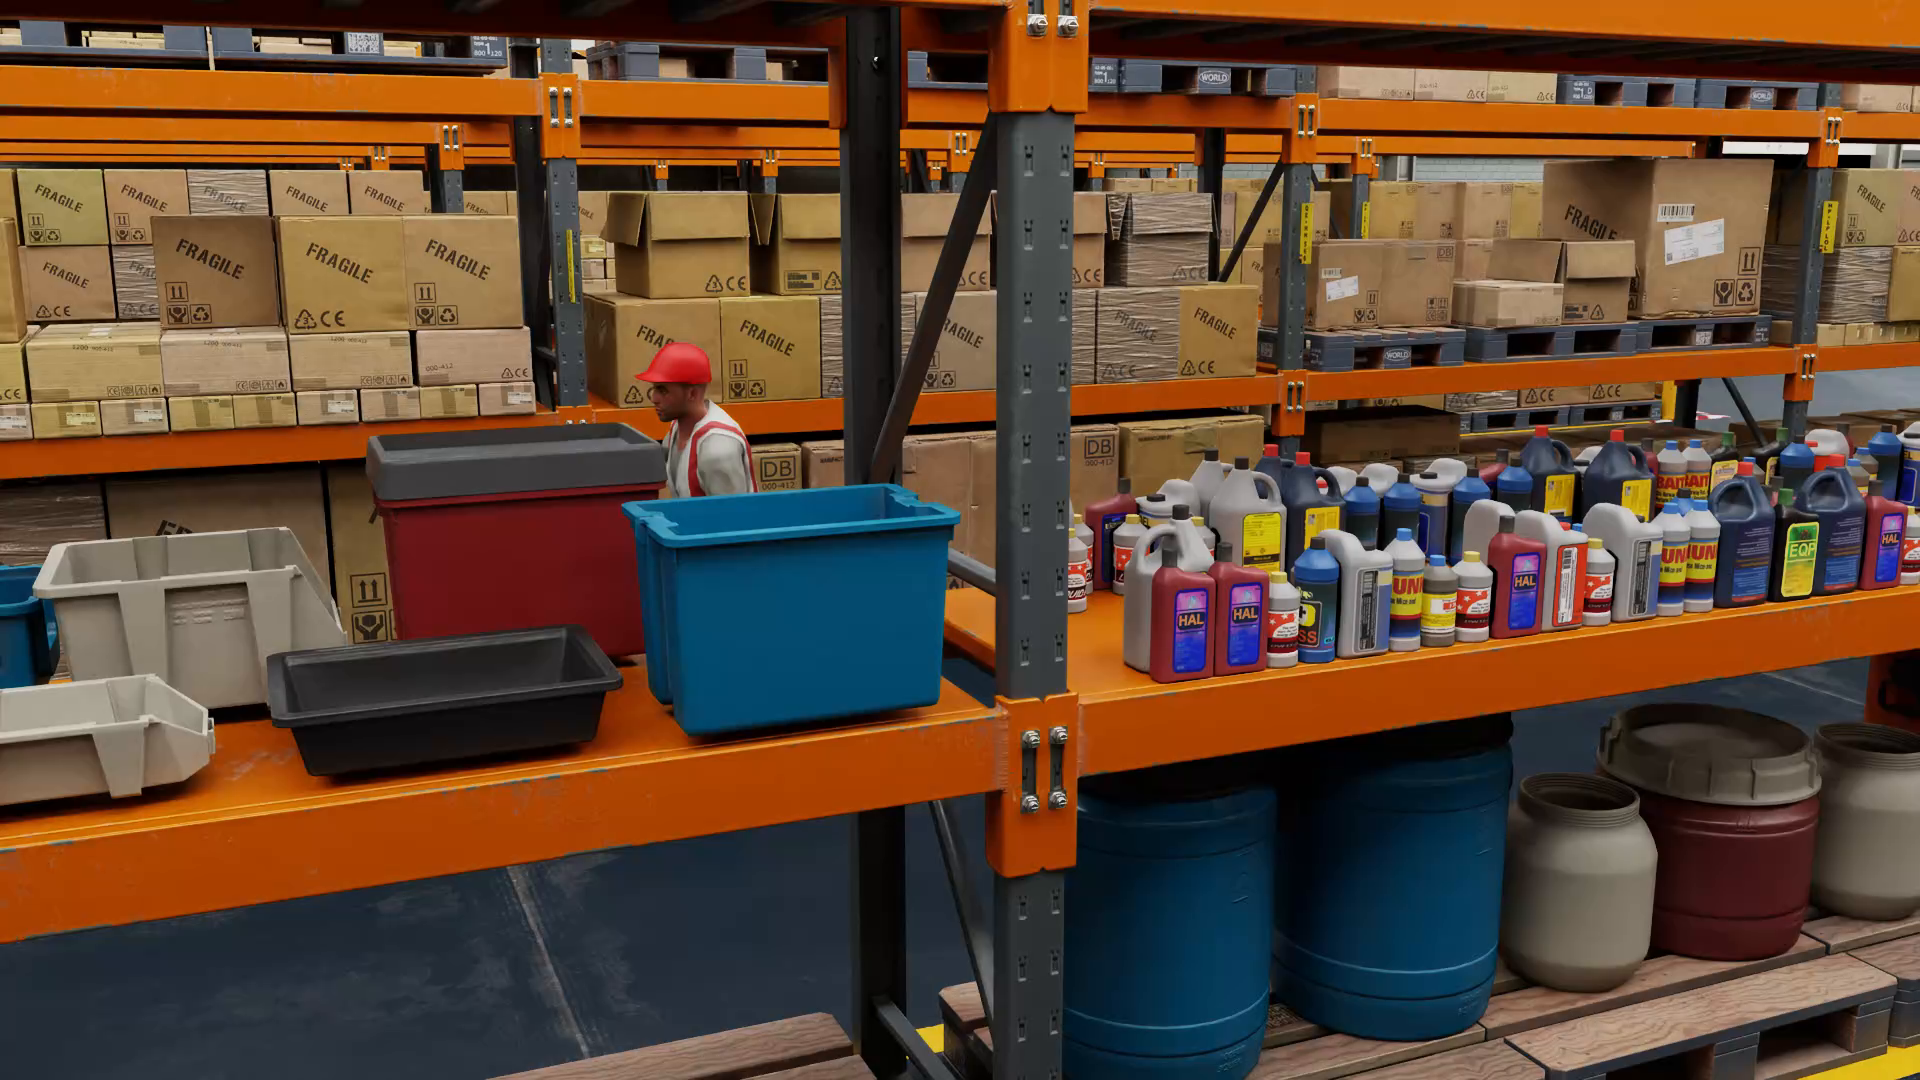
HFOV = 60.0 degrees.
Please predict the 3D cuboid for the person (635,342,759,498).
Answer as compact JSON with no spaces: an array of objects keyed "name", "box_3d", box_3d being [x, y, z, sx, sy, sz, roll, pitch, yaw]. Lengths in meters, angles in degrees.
[{"name":"person","box_3d":[-0.974,0.146,6.233,0.451,1.778,0.611,-6,13,-26]}]
